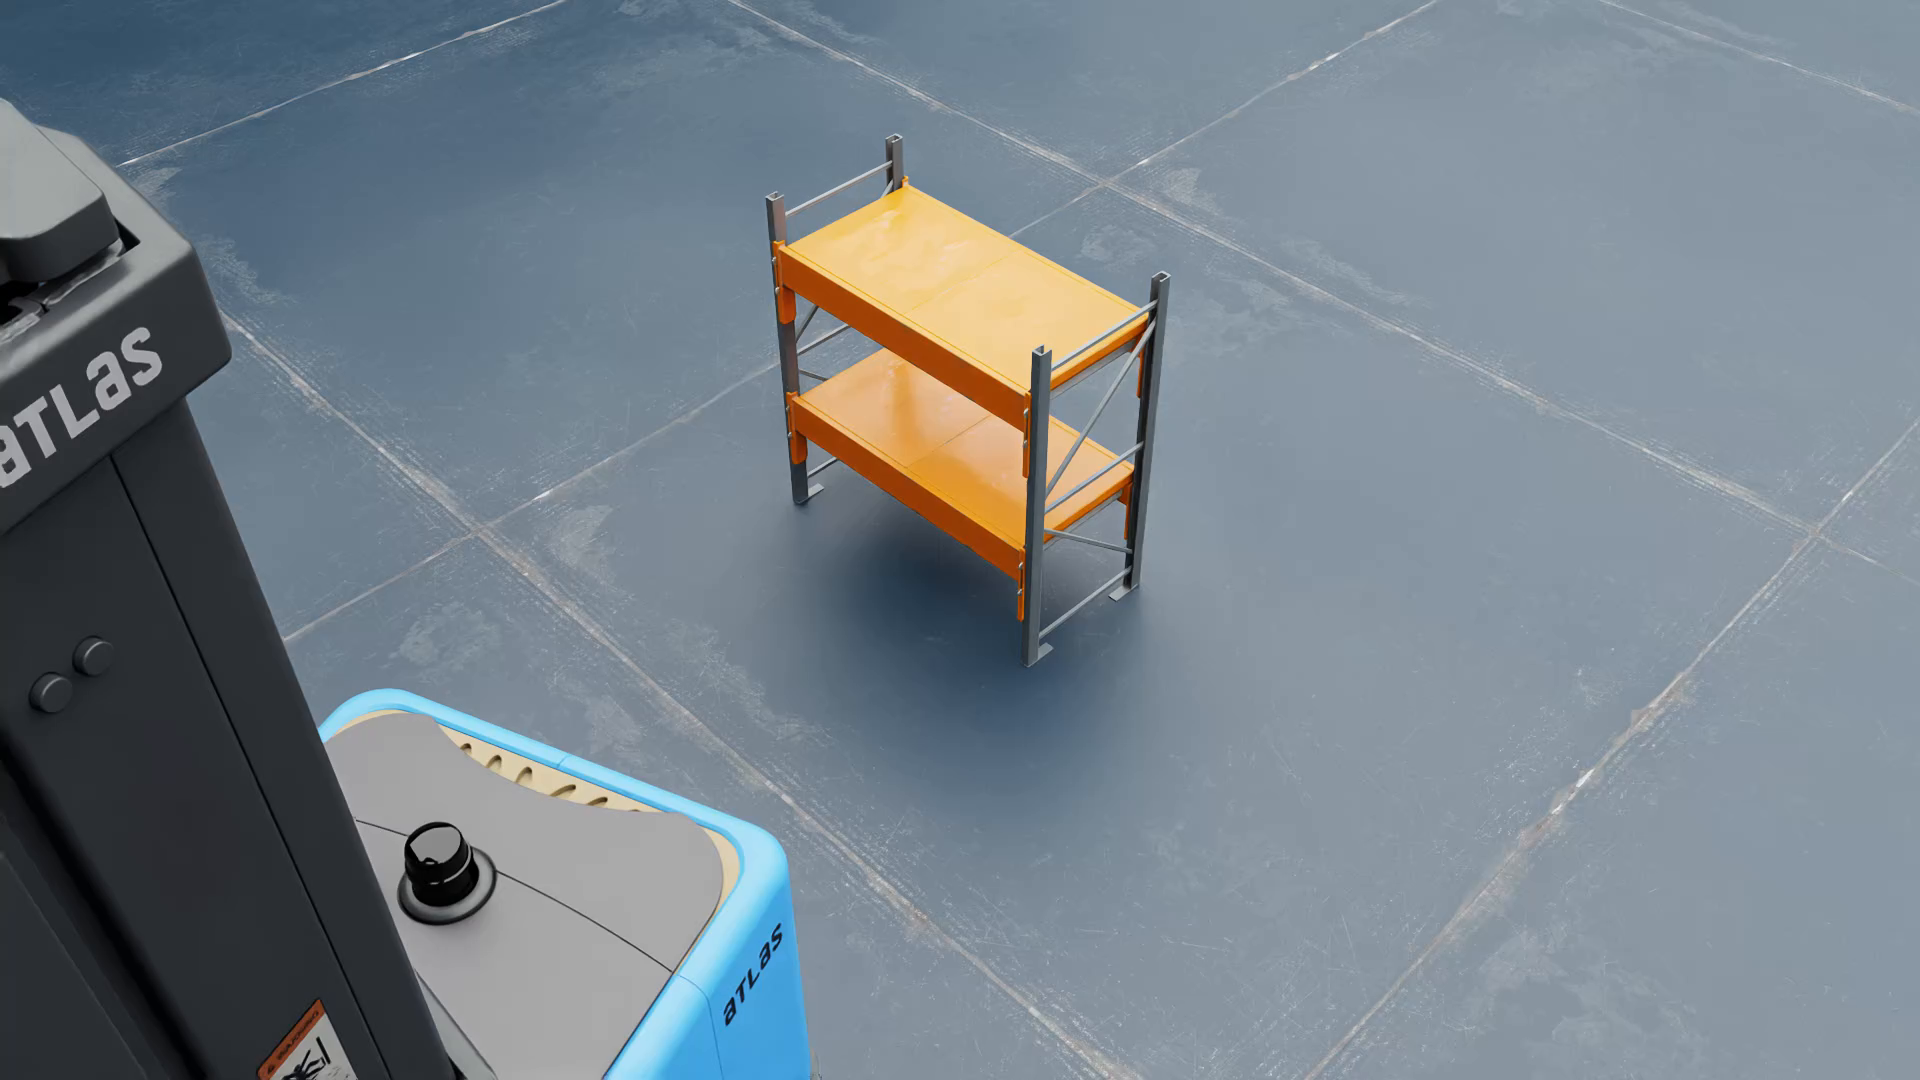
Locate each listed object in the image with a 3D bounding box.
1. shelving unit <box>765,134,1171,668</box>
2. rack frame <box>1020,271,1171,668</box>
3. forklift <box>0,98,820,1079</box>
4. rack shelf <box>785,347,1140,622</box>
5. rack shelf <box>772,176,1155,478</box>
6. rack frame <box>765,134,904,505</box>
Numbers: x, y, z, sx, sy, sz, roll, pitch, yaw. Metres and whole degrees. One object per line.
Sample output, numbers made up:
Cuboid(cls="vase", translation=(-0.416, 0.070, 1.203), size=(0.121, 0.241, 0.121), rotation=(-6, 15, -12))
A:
Cuboid(cls="shelving unit", translation=(0.005, -0.410, 4.865), size=(0.538, 1.125, 1.048), rotation=(-34, 53, -31))
Cuboid(cls="rack frame", translation=(0.364, -0.166, 4.600), size=(0.500, 1.125, 0.032), rotation=(-34, 53, -31))
Cuboid(cls="forklift", translation=(-1.376, 1.038, 1.967), size=(1.130, 2.935, 3.031), rotation=(17, 45, 18))
Cuboid(cls="rack shelf", translation=(0.005, -0.230, 5.031), size=(0.538, 0.278, 1.000), rotation=(-34, 53, -31))
Cuboid(cls="rack shelf", translation=(0.005, -0.625, 4.666), size=(0.538, 0.278, 1.000), rotation=(-34, 53, -31))
Cuboid(cls="rack frame", translation=(-0.354, -0.654, 5.129), size=(0.500, 1.125, 0.032), rotation=(-34, 53, -31))
